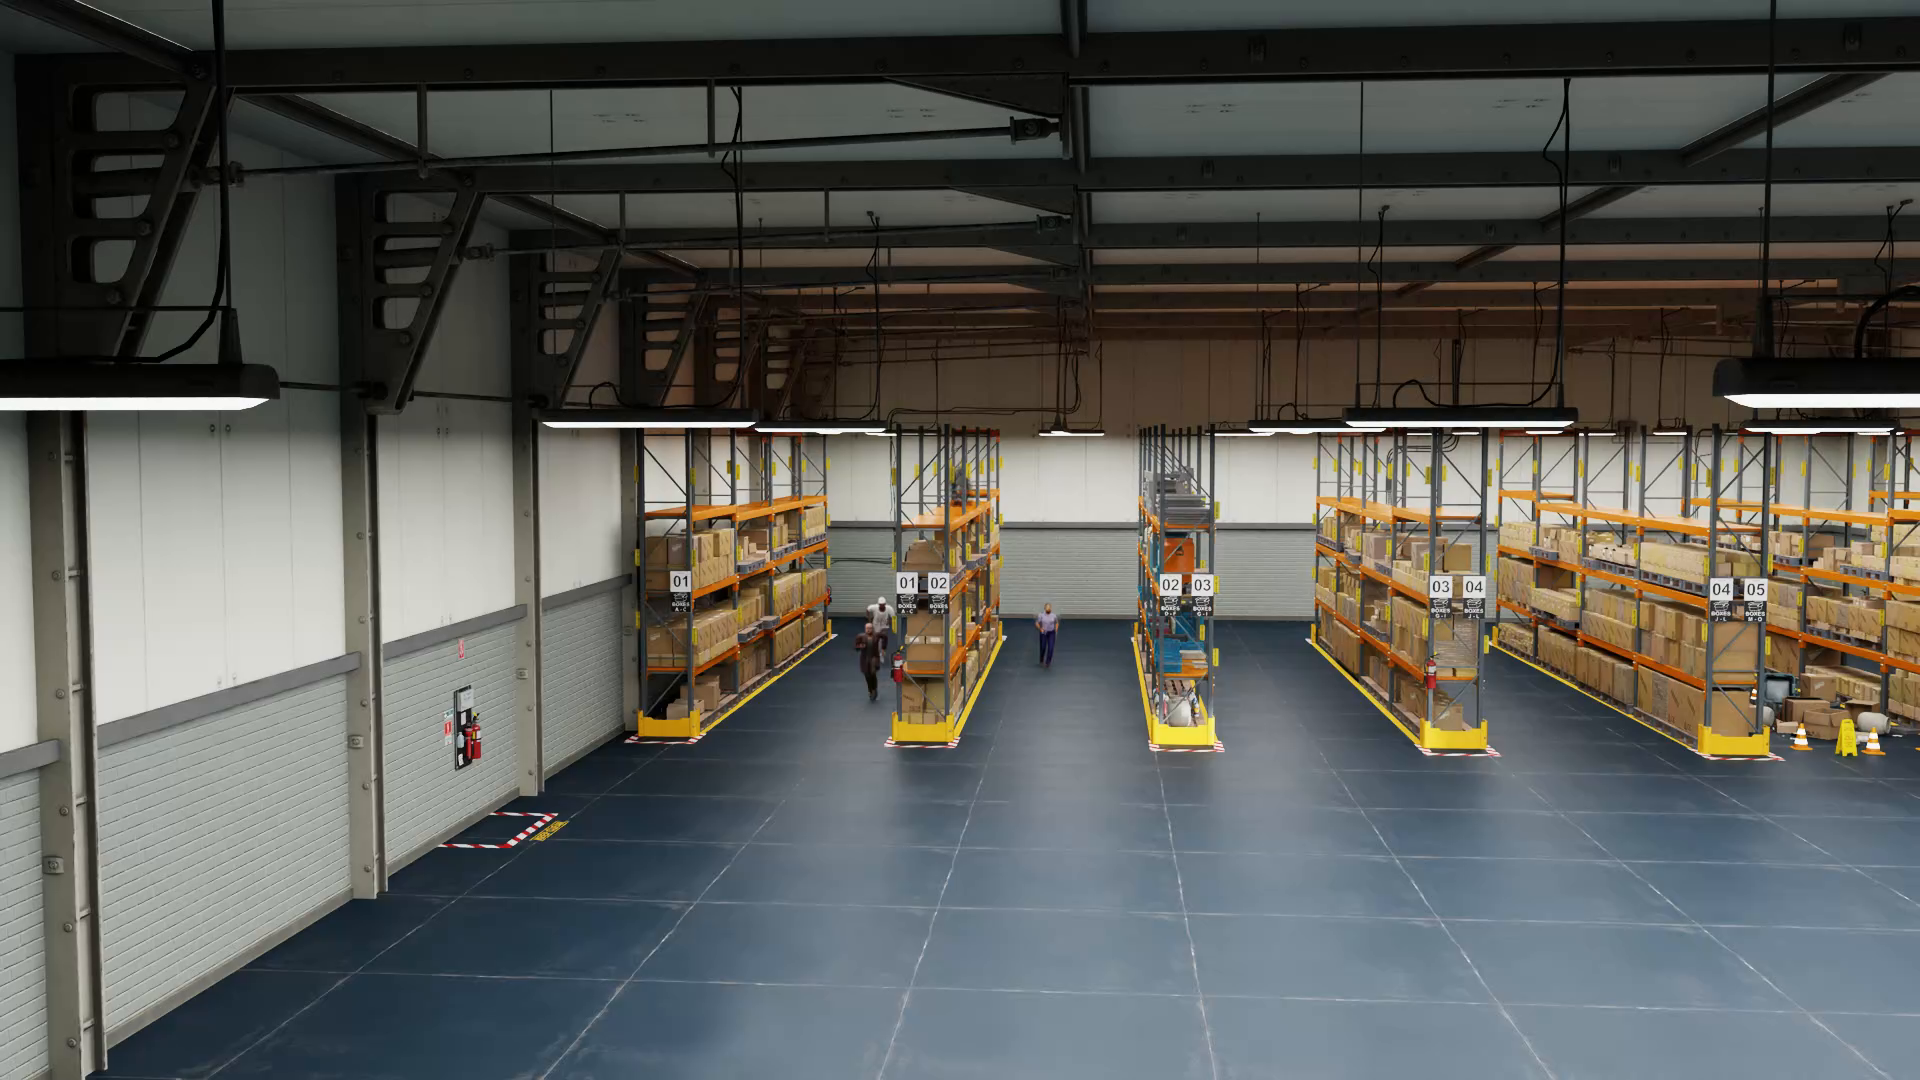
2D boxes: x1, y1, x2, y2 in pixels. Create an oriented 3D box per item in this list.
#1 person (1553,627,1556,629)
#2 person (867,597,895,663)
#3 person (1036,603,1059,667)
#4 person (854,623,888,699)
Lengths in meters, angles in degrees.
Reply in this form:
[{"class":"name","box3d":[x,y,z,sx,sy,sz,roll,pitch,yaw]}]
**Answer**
[{"class":"person","box3d":[16.986,2.041,47.165,0.545,1.622,0.576,0,3,-6]},{"class":"person","box3d":[-2.034,2.298,42.909,0.746,1.715,1.060,0,3,-2]},{"class":"person","box3d":[2.200,2.383,41.757,0.595,1.601,0.561,0,3,-5]},{"class":"person","box3d":[-1.949,2.630,36.256,0.680,1.686,0.912,0,4,8]}]
